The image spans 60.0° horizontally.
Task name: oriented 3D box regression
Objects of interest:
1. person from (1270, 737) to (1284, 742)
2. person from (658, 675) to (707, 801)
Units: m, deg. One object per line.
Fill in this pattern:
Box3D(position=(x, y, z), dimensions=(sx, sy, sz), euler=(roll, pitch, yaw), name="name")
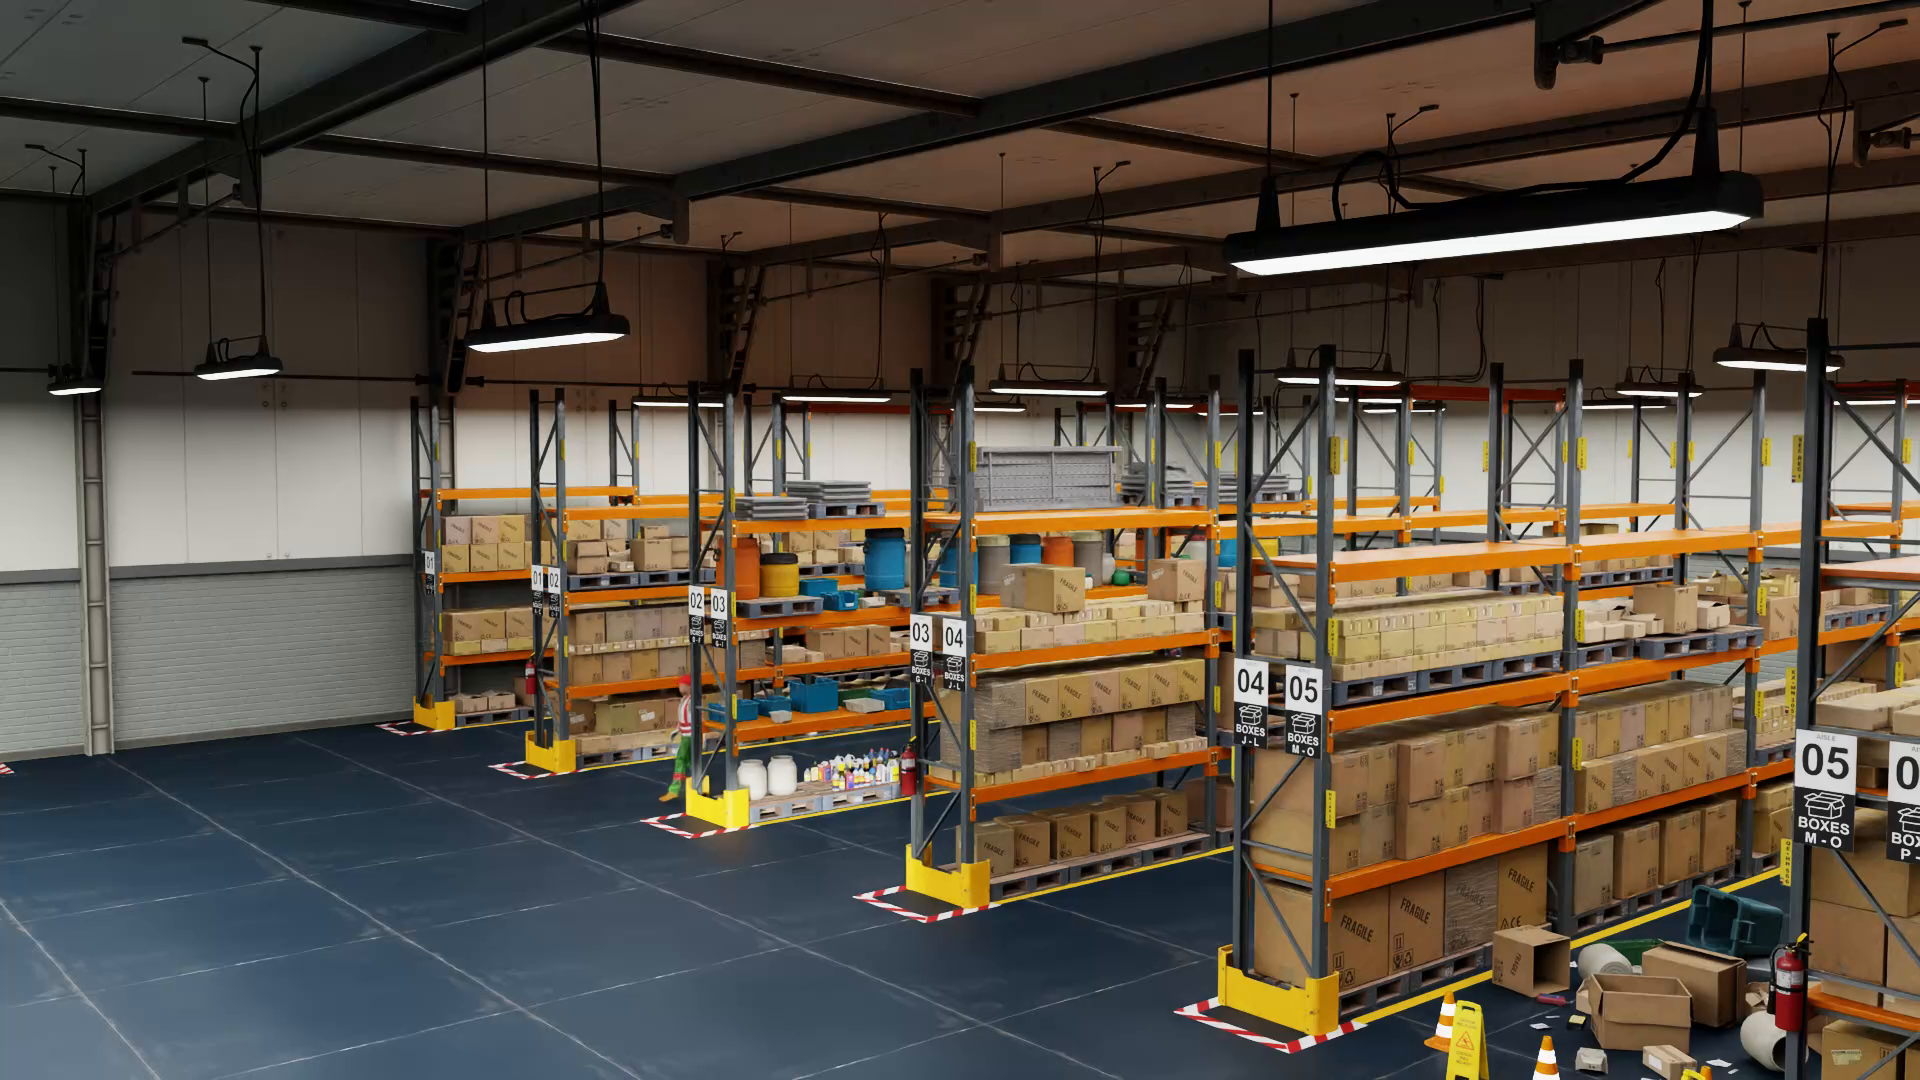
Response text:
Box3D(position=(3.981, 3.186, 20.296), dimensions=(0.456, 1.578, 0.499), euler=(-2, 4, -25), name="person")
Box3D(position=(-4.045, 2.849, 24.087), dimensions=(0.773, 1.778, 0.588), euler=(-1, 4, -22), name="person")
